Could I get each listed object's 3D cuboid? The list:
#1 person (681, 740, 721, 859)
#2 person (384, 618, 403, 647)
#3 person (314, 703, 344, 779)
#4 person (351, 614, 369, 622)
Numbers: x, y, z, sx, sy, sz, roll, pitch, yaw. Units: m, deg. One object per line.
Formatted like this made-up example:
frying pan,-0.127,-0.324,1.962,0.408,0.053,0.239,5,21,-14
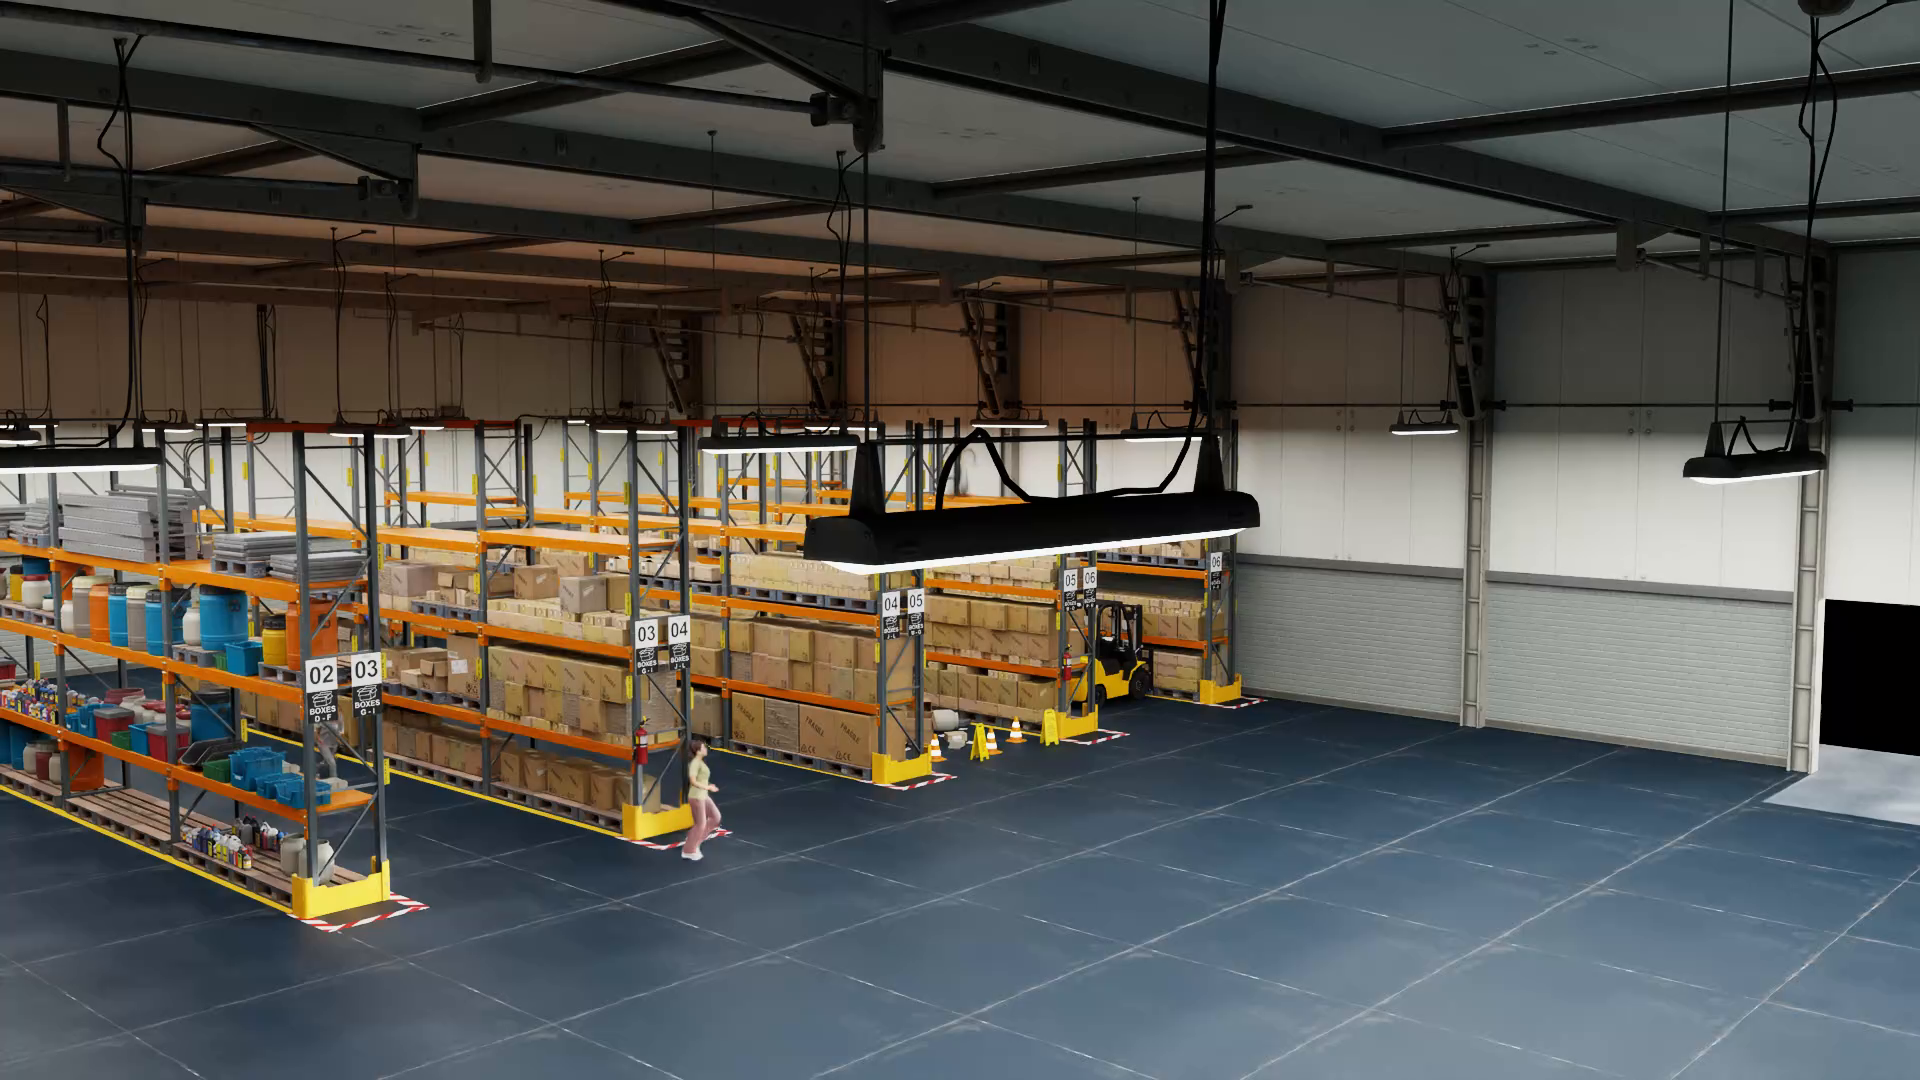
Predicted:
person,-3.620,3.610,23.249,0.529,1.638,0.589,0,5,1
person,-13.435,2.240,39.611,0.639,1.746,0.671,-4,6,-38
person,-10.333,3.379,27.052,0.894,1.548,0.557,4,6,40
person,-14.116,2.284,39.332,0.569,1.696,0.851,0,5,-1
